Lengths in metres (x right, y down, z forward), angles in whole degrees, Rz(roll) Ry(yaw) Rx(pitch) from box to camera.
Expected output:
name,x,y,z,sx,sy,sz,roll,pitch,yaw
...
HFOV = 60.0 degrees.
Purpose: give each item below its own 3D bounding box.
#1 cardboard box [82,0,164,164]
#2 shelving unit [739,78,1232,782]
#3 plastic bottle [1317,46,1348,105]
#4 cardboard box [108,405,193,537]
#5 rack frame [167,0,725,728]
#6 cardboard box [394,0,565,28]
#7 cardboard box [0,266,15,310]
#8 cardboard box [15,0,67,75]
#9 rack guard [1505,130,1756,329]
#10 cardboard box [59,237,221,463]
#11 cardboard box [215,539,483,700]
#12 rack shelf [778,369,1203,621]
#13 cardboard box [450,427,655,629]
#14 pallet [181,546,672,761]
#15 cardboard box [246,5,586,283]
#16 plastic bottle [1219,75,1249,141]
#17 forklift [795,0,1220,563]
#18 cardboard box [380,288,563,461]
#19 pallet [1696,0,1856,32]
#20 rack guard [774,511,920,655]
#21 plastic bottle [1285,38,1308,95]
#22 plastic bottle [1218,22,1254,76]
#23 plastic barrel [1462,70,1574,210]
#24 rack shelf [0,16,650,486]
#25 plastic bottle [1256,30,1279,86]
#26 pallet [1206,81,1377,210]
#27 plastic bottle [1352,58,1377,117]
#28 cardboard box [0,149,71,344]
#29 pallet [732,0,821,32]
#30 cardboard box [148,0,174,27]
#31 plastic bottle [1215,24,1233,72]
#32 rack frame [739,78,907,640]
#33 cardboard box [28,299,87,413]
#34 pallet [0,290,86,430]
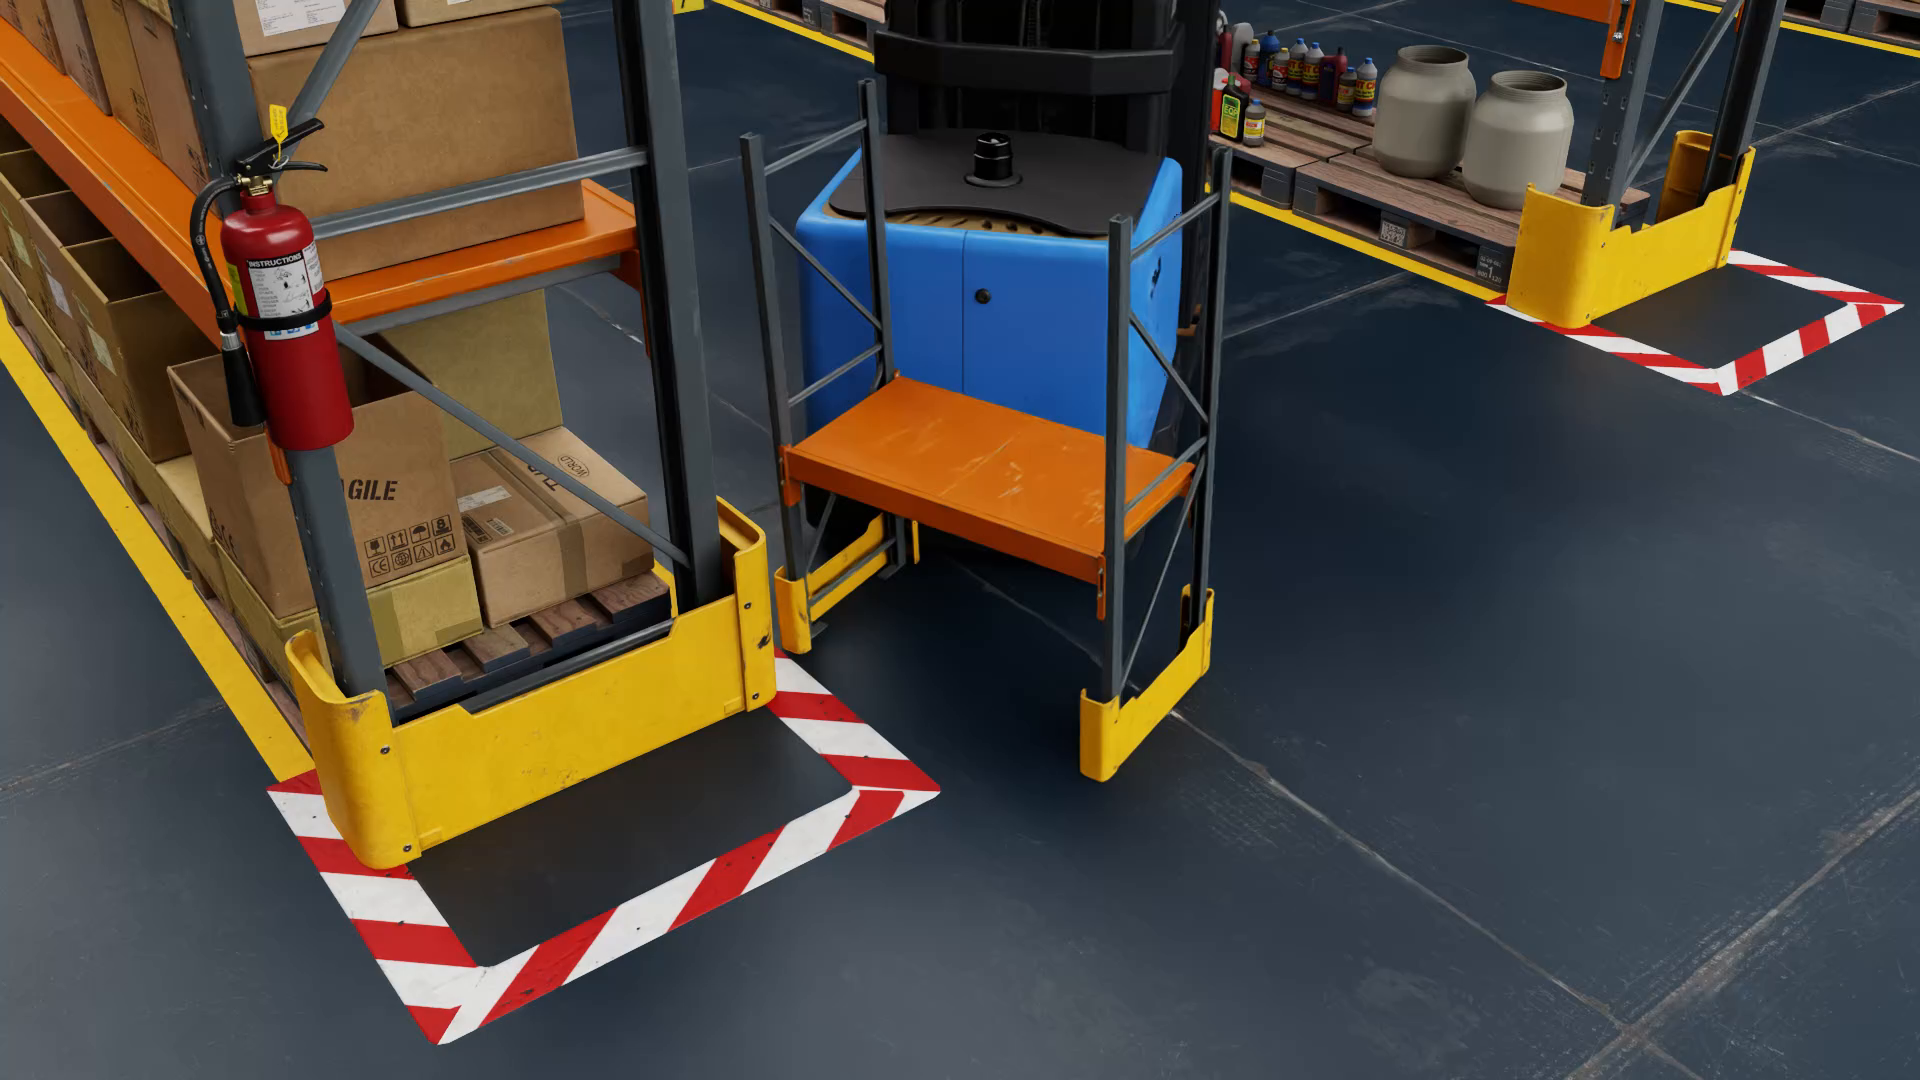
name,x,y,z,sx,sy,sz,roll,pitch,yaw
cardboard box,-1.961,-1.409,4.581,0.700,0.500,0.500,-22,38,-31
shelving unit,0.066,-0.300,4.279,1.083,1.500,0.587,19,39,30
plastic bottle,1.865,-2.332,8.320,0.061,0.283,0.133,-22,38,-31
cardboard box,-2.246,-0.292,5.085,0.500,0.250,0.500,-22,38,-31
rack frame,-1.060,-0.742,3.601,1.000,3.000,0.127,-22,38,-31
cardboard box,-1.130,-1.293,3.779,0.380,0.149,0.250,-23,38,-32
cardboard box,-3.468,-1.128,6.431,0.500,0.250,0.500,-22,38,-31
cardboard box,-2.602,-1.840,5.275,0.700,0.500,0.500,-22,38,-31
rack guard,2.772,-1.297,6.865,1.175,0.500,0.348,-22,38,-31
cardboard box,-2.248,-0.610,4.886,0.500,0.500,0.500,-22,38,-31
cardboard box,-1.622,0.120,4.422,0.500,0.250,0.500,-22,38,-31
rack shelf,0.080,-0.147,4.373,1.000,0.185,0.538,19,39,30
cardboard box,-1.213,-0.047,4.691,0.500,0.250,0.500,-22,38,-31
pallet,-1.562,0.138,4.828,1.003,0.211,1.213,-22,38,-31
cardboard box,-1.336,-0.983,3.895,0.700,0.500,0.500,-22,38,-31
plastic bottle,1.297,-2.042,7.852,0.061,0.283,0.133,-21,38,-30
forklift,0.347,-1.934,5.585,1.130,2.935,3.031,7,33,11
cardboard box,-1.521,-0.574,4.828,0.500,0.500,0.500,-22,38,-31
pallet,5.507,-3.650,10.927,1.003,0.211,1.213,-22,38,-31
rack guard,-0.321,0.078,4.868,0.087,0.250,0.587,19,39,30
plastic bottle,1.718,-2.411,8.459,0.097,0.271,0.097,0,32,0
plastic bottle,1.437,-2.581,8.727,0.152,0.276,0.135,-22,38,-31
plastic barrel,2.392,-1.714,7.126,0.421,0.512,0.421,0,32,0
rack shelf,-2.286,-1.270,5.133,1.077,0.370,4.000,-22,38,-31
plastic bottle,1.594,-2.496,8.595,0.097,0.271,0.097,0,32,0
pallet,1.534,-2.023,8.307,1.003,0.211,1.213,-22,38,-31
plastic bottle,1.990,-2.227,8.161,0.097,0.271,0.097,0,32,0
cardboard box,-2.862,-1.026,5.557,0.500,0.500,0.500,-22,38,-31
pallet,-0.862,-3.649,10.925,1.003,0.211,1.213,-22,38,-31
cardboard box,-1.606,-1.266,3.736,0.380,0.149,0.250,-21,38,-30
plastic bottle,1.354,-2.549,8.669,0.061,0.283,0.133,-22,38,-31
rack frame,-0.344,-0.445,4.525,0.032,1.500,0.500,19,39,30
cardboard box,-2.862,-0.708,5.754,0.500,0.250,0.500,-22,38,-31
pallet,-3.058,-0.879,6.465,1.003,0.211,1.213,-22,38,-31
